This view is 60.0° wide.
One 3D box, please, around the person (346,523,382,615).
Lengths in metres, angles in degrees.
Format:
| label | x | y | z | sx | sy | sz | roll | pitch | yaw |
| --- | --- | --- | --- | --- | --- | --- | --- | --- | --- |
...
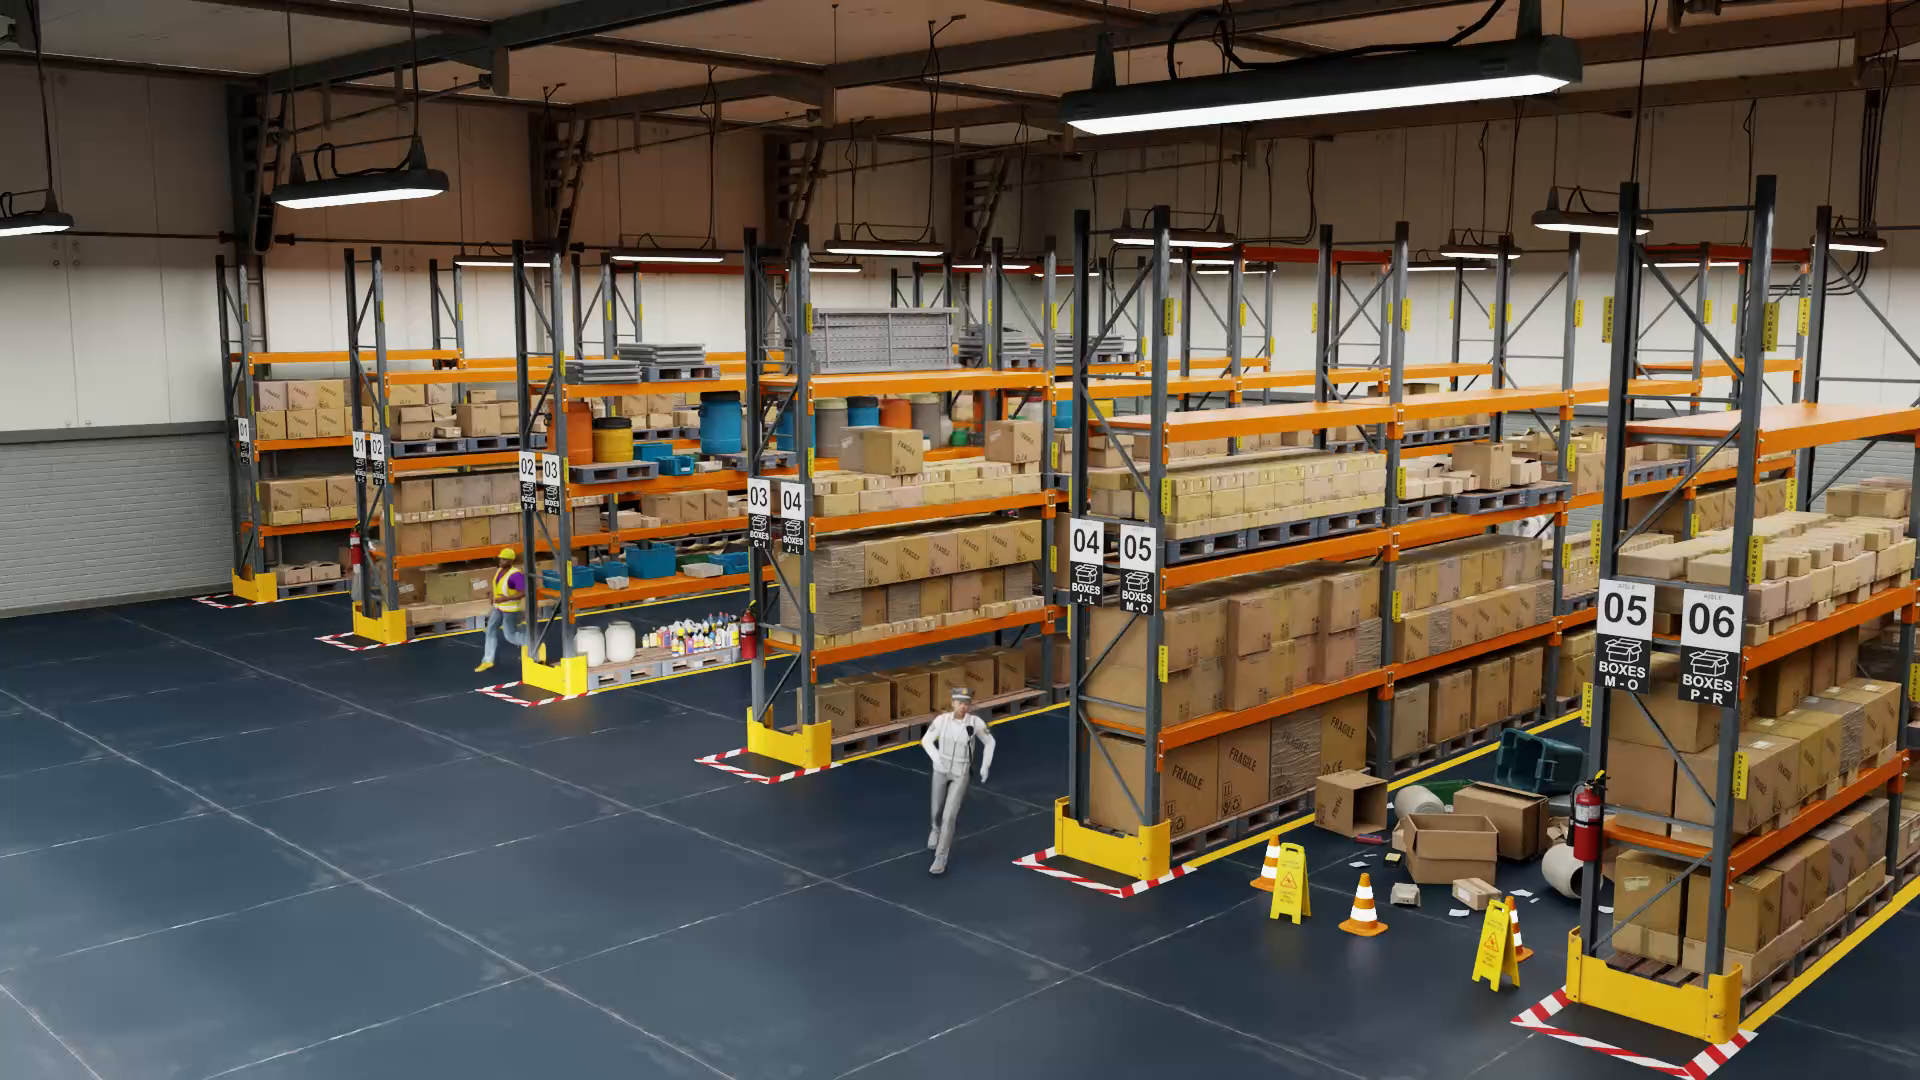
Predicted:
| label | x | y | z | sx | sy | sz | roll | pitch | yaw |
| --- | --- | --- | --- | --- | --- | --- | --- | --- | --- |
| person | -9.683 | 0.536 | 27.105 | 0.582 | 1.665 | 0.552 | 8 | 11 | 43 |

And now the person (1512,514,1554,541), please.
| label | x | y | z | sx | sy | sz | roll | pitch | yaw |
| --- | --- | --- | --- | --- | --- | --- | --- | --- | --- |
| person | 10.413 | 0.084 | 29.990 | 0.701 | 1.766 | 0.629 | -4 | 9 | -24 |

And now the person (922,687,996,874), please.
| label | x | y | z | sx | sy | sz | roll | pitch | yaw |
| --- | --- | --- | --- | --- | --- | --- | --- | --- | --- |
| person | -0.023 | 2.162 | 15.385 | 0.675 | 1.672 | 0.848 | 1 | 8 | 9 |

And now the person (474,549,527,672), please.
| label | x | y | z | sx | sy | sz | roll | pitch | yaw |
| --- | --- | --- | --- | --- | --- | --- | --- | --- | --- |
| person | -6.385 | 0.979 | 23.562 | 0.737 | 1.747 | 0.927 | 7 | 10 | 39 |
